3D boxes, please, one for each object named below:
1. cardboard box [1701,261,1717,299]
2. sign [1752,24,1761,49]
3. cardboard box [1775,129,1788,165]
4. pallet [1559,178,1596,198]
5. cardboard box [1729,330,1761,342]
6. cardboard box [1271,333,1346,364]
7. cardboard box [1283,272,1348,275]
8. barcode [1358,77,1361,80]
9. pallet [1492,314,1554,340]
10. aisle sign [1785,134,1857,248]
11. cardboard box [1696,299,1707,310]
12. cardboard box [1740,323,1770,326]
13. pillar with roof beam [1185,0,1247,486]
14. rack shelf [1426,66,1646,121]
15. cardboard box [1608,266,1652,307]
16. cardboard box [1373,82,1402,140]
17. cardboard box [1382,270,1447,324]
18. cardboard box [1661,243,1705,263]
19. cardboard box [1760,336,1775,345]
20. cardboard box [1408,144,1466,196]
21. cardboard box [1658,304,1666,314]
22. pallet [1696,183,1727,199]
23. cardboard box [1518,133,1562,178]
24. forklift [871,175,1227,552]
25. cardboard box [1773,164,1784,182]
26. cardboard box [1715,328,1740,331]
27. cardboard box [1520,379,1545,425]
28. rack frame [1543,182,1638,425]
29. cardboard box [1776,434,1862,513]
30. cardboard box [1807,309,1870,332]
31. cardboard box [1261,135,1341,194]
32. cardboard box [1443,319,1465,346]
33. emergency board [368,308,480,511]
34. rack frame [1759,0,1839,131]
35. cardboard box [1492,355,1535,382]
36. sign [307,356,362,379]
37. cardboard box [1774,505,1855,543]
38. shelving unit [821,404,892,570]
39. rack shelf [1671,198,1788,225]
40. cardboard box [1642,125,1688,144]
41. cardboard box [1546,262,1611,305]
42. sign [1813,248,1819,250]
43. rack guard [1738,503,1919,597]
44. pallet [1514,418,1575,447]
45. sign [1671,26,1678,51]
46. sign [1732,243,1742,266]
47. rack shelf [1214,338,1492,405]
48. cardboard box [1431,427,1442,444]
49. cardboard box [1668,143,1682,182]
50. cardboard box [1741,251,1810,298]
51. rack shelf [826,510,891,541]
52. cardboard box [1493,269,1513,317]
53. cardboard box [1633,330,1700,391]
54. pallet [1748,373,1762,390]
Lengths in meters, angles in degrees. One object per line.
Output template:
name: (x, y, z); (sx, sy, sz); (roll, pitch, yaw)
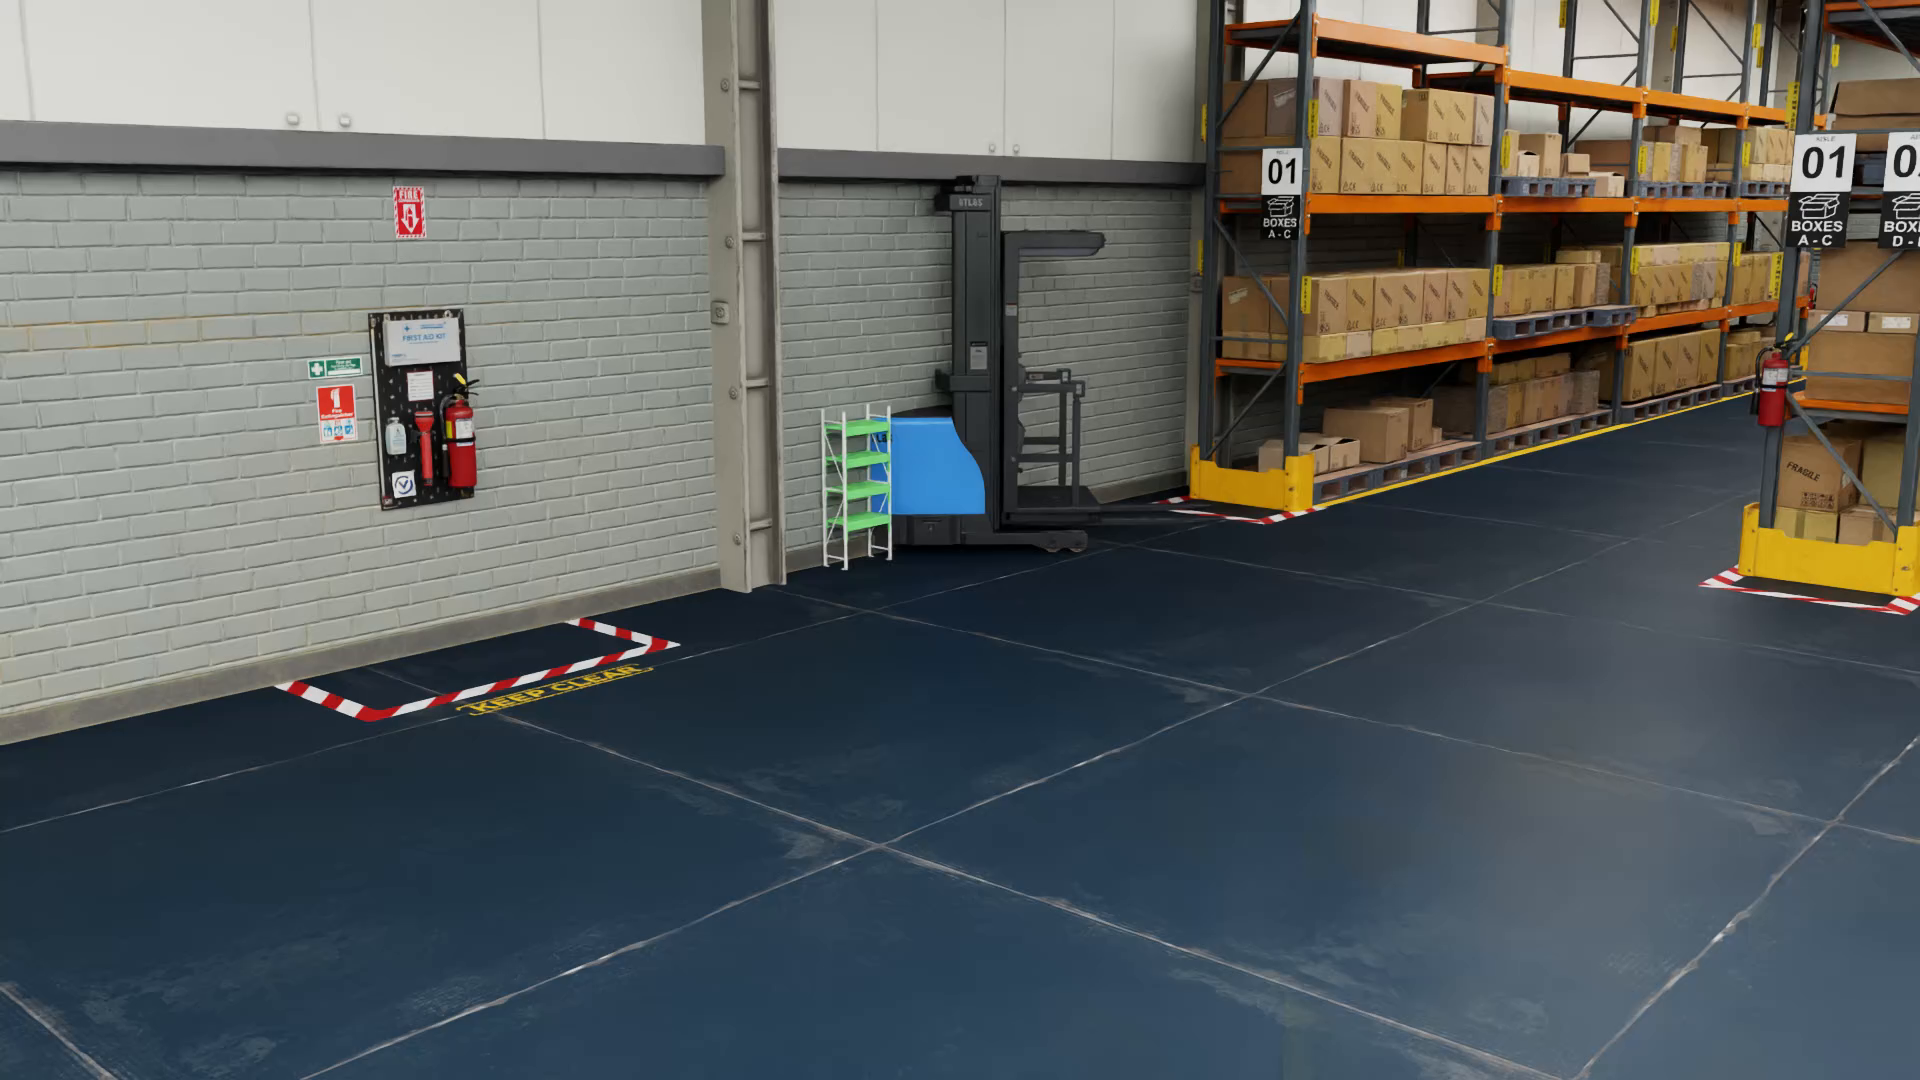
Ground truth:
cardboard box: (10.120, -3.603, 23.027); (0.500, 0.500, 0.500); (10, 15, 41)
sign: (10.980, -6.946, 22.924); (0.100, 0.325, 0.005); (10, 15, 40)
cardboard box: (11.903, -5.814, 24.643); (0.500, 0.500, 0.500); (10, 15, 41)
pallet: (6.454, -4.007, 18.936); (1.213, 0.211, 1.003); (10, 15, 40)
cardboard box: (11.843, -3.074, 25.096); (0.380, 0.149, 0.250); (9, 15, 39)
cardboard box: (3.204, -1.777, 15.280); (0.500, 0.250, 0.500); (9, 15, 39)
cardboard box: (3.473, -2.360, 16.286); (0.500, 0.500, 0.500); (9, 15, 39)
barcode: (4.043, -4.652, 16.835); (0.001, 0.075, 0.075); (10, 15, 40)
pallet: (5.898, -2.398, 18.548); (1.003, 0.211, 1.213); (10, 15, 40)
aisle sign: (6.103, -2.473, 11.797); (0.394, 0.787, 0.004); (10, 15, 40)
cardboard box: (10.070, -3.257, 22.948); (0.380, 0.149, 0.250); (10, 15, 40)
cardboard box: (12.751, -3.390, 26.681); (0.380, 0.149, 0.250); (10, 15, 41)
pillar with roof beam: (5.690, -4.410, 12.815); (9.100, 9.000, 0.400); (10, 15, 40)
rack shelf: (6.604, -5.085, 19.055); (1.077, 0.370, 4.000); (10, 15, 40)
cardboard box: (8.437, -3.230, 21.158); (0.500, 0.500, 0.500); (10, 15, 42)
cardboard box: (3.779, -3.999, 15.558); (0.500, 0.500, 0.500); (10, 15, 42)
cardboard box: (4.539, -2.446, 16.716); (0.500, 0.500, 0.500); (9, 15, 39)
cardboard box: (9.767, -3.897, 22.583); (0.500, 0.250, 0.500); (10, 15, 41)
cardboard box: (12.488, -2.954, 26.154); (0.700, 0.500, 0.500); (10, 15, 40)
cardboard box: (4.793, -3.749, 16.858); (0.500, 0.500, 0.500); (8, 14, 36)
cardboard box: (9.144, -3.085, 22.088); (0.380, 0.149, 0.250); (10, 15, 41)
pallet: (9.997, -4.811, 22.971); (0.805, 0.209, 1.217); (9, 14, 38)
cardboard box: (6.519, -4.376, 18.975); (0.500, 0.500, 0.500); (9, 14, 38)
forklift: (0.628, -1.443, 13.452); (3.031, 2.935, 1.130); (-1, 11, -3)
cardboard box: (11.899, -5.445, 24.710); (0.500, 0.250, 0.500); (9, 15, 39)
cardboard box: (11.748, -3.166, 25.560); (0.380, 0.149, 0.250); (9, 15, 39)
cardboard box: (6.428, -1.651, 19.578); (0.700, 0.500, 0.500); (10, 15, 41)
rack frame: (7.924, -2.987, 21.007); (1.000, 3.000, 0.127); (10, 15, 40)
cardboard box: (6.498, -0.512, 12.652); (0.500, 0.500, 0.500); (10, 15, 40)
cardboard box: (6.476, -1.618, 12.241); (0.380, 0.149, 0.250); (9, 15, 39)
cardboard box: (3.052, -3.356, 14.893); (0.500, 0.500, 0.500); (10, 15, 42)
cardboard box: (4.864, -2.153, 17.166); (0.500, 0.250, 0.500); (10, 15, 41)
emergency board: (-3.165, -0.783, 9.974); (0.194, 1.169, 0.643); (10, 15, 40)
rack frame: (13.205, -7.106, 26.312); (1.000, 3.000, 0.127); (10, 15, 40)
cardboard box: (6.386, -2.009, 19.454); (0.500, 0.250, 0.500); (9, 15, 39)
sign: (-3.597, -0.992, 9.575); (0.001, 0.109, 0.331); (10, 15, 40)
cardboard box: (6.499, -0.144, 12.724); (0.500, 0.250, 0.500); (10, 15, 40)
shelving unit: (-0.787, -0.411, 12.706); (0.258, 1.200, 0.503); (10, 15, 40)
rack shelf: (11.885, -4.988, 25.203); (1.077, 0.370, 4.000); (10, 15, 40)
cardboard box: (9.532, -5.483, 22.553); (0.500, 0.250, 0.500); (9, 15, 39)
cardboard box: (7.622, -3.181, 20.601); (0.700, 0.500, 0.500); (8, 14, 34)
sign: (13.604, -4.775, 26.401); (0.100, 0.325, 0.005); (10, 15, 40)
rack guard: (6.351, 0.060, 12.137); (1.175, 0.500, 0.348); (10, 15, 40)
pallet: (6.602, -1.326, 19.810); (1.003, 0.211, 1.213); (10, 15, 40)
sign: (10.164, -7.128, 23.636); (0.100, 0.325, 0.005); (10, 15, 40)
sign: (10.979, -4.035, 23.503); (0.100, 0.325, 0.005); (10, 15, 40)
rack shelf: (3.964, -1.751, 16.657); (1.077, 0.370, 4.000); (10, 15, 40)
cardboard box: (4.953, -1.142, 17.881); (0.380, 0.166, 0.250); (7, 14, 33)
cardboard box: (9.204, -5.040, 22.250); (0.700, 0.500, 0.500); (10, 15, 40)
cardboard box: (12.876, -4.235, 26.488); (0.980, 0.700, 0.700); (11, 16, 43)
rack shelf: (-0.787, -0.113, 12.766); (0.258, 0.148, 0.480); (10, 15, 40)
cardboard box: (5.646, -2.733, 18.360); (0.700, 0.500, 0.500); (10, 15, 41)
cardboard box: (9.649, -2.483, 22.903); (0.750, 0.750, 0.750); (10, 15, 42)
pallet: (11.931, -2.490, 25.638); (1.003, 0.211, 1.213); (10, 15, 40)
